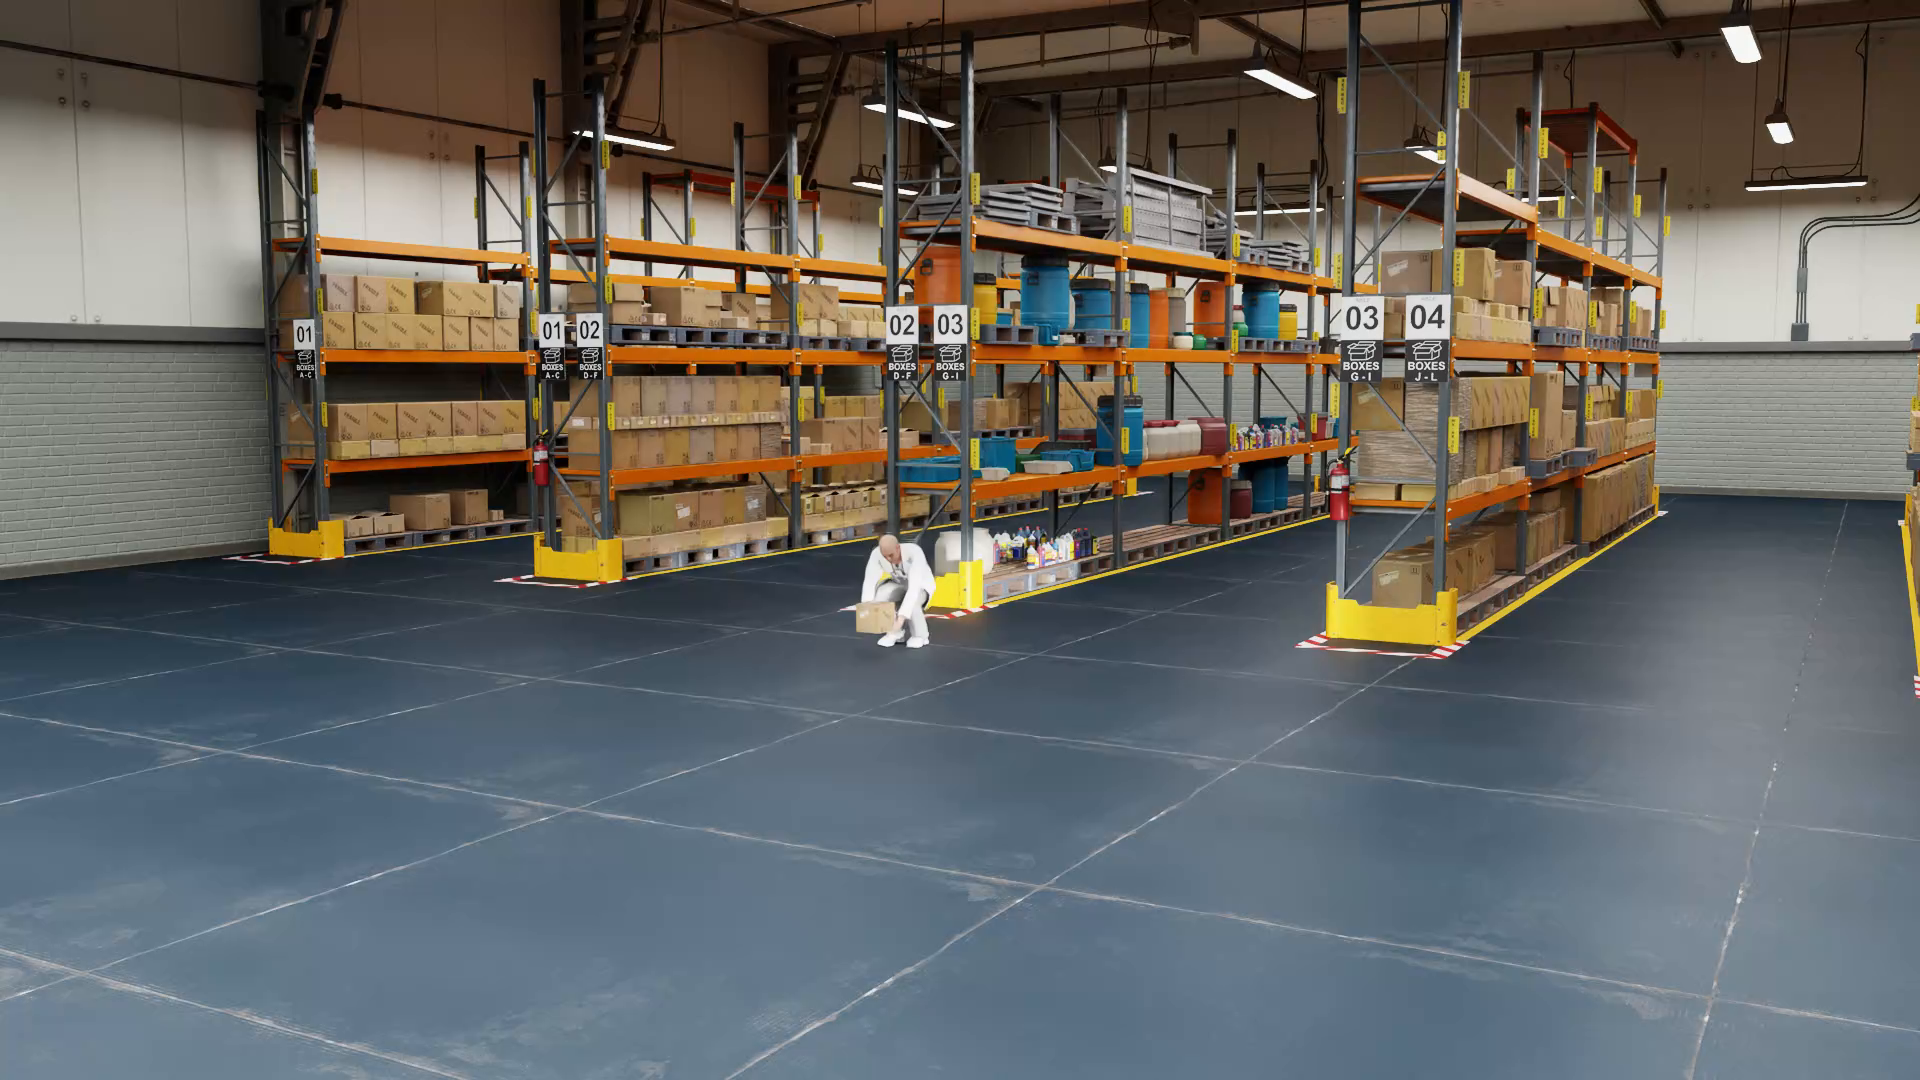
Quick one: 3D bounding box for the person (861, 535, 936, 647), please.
[{"bbox_3d":[-0.538,0.460,15.167,0.608,1.045,0.892,3,7,28],"label":"person"}]
